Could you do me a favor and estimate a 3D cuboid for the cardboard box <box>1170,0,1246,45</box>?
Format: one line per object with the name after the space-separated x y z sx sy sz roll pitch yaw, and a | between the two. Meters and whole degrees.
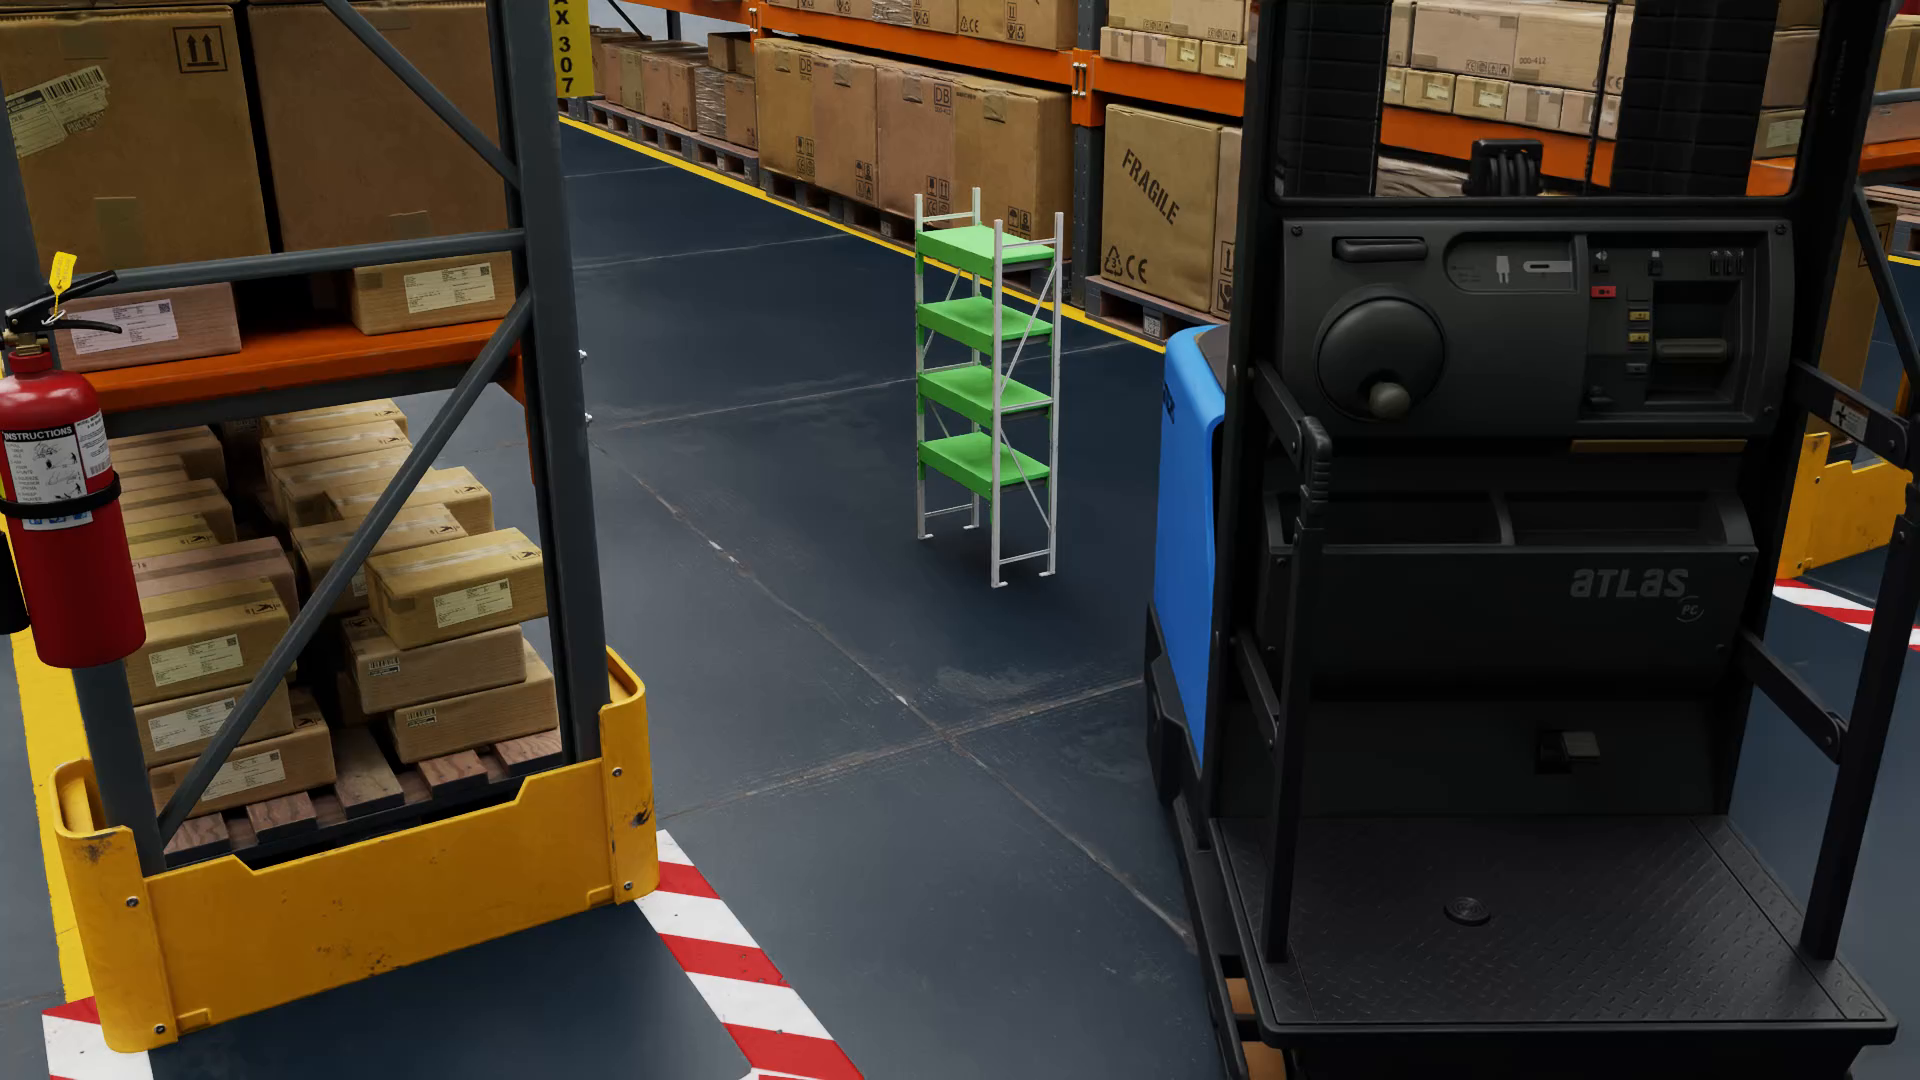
1.314 -2.424 7.596 0.500 0.250 0.500 -13 25 -28 | cardboard box

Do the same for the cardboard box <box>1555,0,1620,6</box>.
2.555 -2.031 6.629 0.500 0.250 0.500 -14 26 -30 | cardboard box

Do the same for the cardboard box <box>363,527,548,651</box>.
-1.198 0.112 3.991 0.380 0.149 0.250 -14 26 -31 | cardboard box

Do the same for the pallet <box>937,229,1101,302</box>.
0.591 -1.664 9.624 1.003 0.211 1.213 -13 25 -28 | pallet

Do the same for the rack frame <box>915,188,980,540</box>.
-0.040 -0.581 5.648 0.240 1.200 0.015 -13 25 -28 | rack frame

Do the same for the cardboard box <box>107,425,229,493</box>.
-2.334 -0.207 4.775 0.380 0.149 0.250 -14 26 -30 | cardboard box

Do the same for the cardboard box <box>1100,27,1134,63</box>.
0.915 -2.444 8.174 0.380 0.149 0.250 -13 25 -28 | cardboard box

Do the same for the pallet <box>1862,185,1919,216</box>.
5.717 -2.150 10.822 1.003 0.211 1.213 -13 25 -28 | pallet

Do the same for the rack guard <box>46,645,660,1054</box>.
-1.262 0.630 3.599 1.175 0.500 0.348 -13 25 -28 | rack guard

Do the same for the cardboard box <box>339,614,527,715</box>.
-1.270 0.265 4.008 0.380 0.149 0.250 -11 25 -26 | cardboard box

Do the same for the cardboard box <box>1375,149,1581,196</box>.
2.232 -1.122 6.852 0.875 0.875 0.875 -13 25 -28 | cardboard box

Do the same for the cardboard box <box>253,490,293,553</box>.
-1.817 -0.068 4.828 0.380 0.149 0.250 -14 26 -31 | cardboard box

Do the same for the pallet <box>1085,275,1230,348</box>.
1.371 -1.167 8.402 1.003 0.211 1.213 -13 25 -28 | pallet

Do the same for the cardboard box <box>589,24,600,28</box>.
-3.891 -4.853 16.530 0.500 0.500 0.500 -15 27 -33 | cardboard box

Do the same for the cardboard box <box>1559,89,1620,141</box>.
2.366 -1.526 5.917 0.380 0.149 0.250 -13 25 -28 | cardboard box

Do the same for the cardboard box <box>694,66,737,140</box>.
-1.647 -3.451 13.053 0.700 0.500 0.500 -15 27 -33 | cardboard box

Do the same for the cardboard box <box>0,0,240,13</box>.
-1.670 -1.251 3.051 0.500 0.500 0.500 -13 26 -29 | cardboard box

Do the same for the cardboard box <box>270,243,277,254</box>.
-1.614 -0.785 4.092 0.380 0.149 0.250 -11 25 -26 | cardboard box

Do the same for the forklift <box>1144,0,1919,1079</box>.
1.056 -0.375 2.843 1.130 2.935 3.031 0 22 -1 | forklift

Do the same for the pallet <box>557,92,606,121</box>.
-3.410 -4.229 15.934 1.003 0.211 1.213 -13 25 -28 | pallet

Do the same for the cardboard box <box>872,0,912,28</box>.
-0.195 -3.358 9.956 0.500 0.500 0.500 -13 25 -28 | cardboard box

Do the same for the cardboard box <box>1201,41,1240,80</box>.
1.320 -2.189 7.547 0.380 0.149 0.250 -13 26 -30 | cardboard box

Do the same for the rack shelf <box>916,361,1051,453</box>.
0.085 -0.443 5.478 0.258 0.148 0.480 -13 25 -28 | rack shelf

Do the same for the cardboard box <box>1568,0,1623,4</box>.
2.555 -2.377 6.483 0.500 0.500 0.500 -13 26 -30 | cardboard box

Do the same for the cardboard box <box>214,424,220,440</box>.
-2.221 -0.332 5.477 0.380 0.149 0.250 -14 26 -31 | cardboard box

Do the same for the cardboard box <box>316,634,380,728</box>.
-1.419 0.322 4.264 0.380 0.149 0.250 -13 25 -28 | cardboard box

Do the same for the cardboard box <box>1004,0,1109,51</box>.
0.576 -2.865 8.744 0.500 0.500 0.500 -13 25 -28 | cardboard box

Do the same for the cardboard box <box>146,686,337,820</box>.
-1.671 0.492 3.846 0.380 0.149 0.250 -12 25 -27 | cardboard box

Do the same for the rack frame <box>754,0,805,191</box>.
-0.994 -4.015 11.706 1.000 3.000 0.127 -13 25 -28 | rack frame

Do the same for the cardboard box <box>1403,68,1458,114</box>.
1.972 -1.775 6.528 0.380 0.149 0.250 -13 25 -28 | cardboard box

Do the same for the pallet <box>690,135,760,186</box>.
-1.392 -2.976 12.854 1.003 0.211 1.213 -13 25 -28 | pallet

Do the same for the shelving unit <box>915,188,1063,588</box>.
0.085 -0.502 5.454 0.258 1.200 0.503 -13 25 -28 | shelving unit

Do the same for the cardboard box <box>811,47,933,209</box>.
-0.210 -2.708 10.754 1.225 0.875 0.875 -13 25 -28 | cardboard box

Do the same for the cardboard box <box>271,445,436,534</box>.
-1.659 -0.125 4.574 0.380 0.149 0.250 -14 26 -31 | cardboard box

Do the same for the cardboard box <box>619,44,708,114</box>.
-2.514 -3.995 14.391 0.700 0.500 0.500 -13 25 -29 | cardboard box

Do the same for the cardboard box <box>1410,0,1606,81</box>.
2.098 -1.928 6.376 0.500 0.250 0.500 -14 26 -30 | cardboard box

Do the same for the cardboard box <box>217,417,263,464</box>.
-2.098 -0.373 5.185 0.380 0.149 0.250 -13 25 -28 | cardboard box

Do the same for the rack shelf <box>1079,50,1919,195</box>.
2.071 -1.739 7.062 1.077 0.370 4.000 -13 25 -28 | rack shelf

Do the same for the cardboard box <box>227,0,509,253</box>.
-1.215 -0.886 3.481 0.500 0.500 0.500 -11 25 -26 | cardboard box

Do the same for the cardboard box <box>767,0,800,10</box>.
-0.979 -3.852 11.171 0.500 0.500 0.500 -12 25 -27 | cardboard box

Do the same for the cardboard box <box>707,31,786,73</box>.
-1.641 -3.789 12.889 0.500 0.250 0.500 -10 24 -22 | cardboard box

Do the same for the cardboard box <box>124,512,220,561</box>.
-2.032 0.072 4.088 0.380 0.149 0.250 -13 26 -29 | cardboard box

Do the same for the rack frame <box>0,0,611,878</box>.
-1.223 -0.504 3.068 1.000 3.000 0.127 -13 25 -28 | rack frame

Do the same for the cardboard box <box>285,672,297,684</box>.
-1.825 0.274 3.988 0.380 0.149 0.250 -13 26 -29 | cardboard box
